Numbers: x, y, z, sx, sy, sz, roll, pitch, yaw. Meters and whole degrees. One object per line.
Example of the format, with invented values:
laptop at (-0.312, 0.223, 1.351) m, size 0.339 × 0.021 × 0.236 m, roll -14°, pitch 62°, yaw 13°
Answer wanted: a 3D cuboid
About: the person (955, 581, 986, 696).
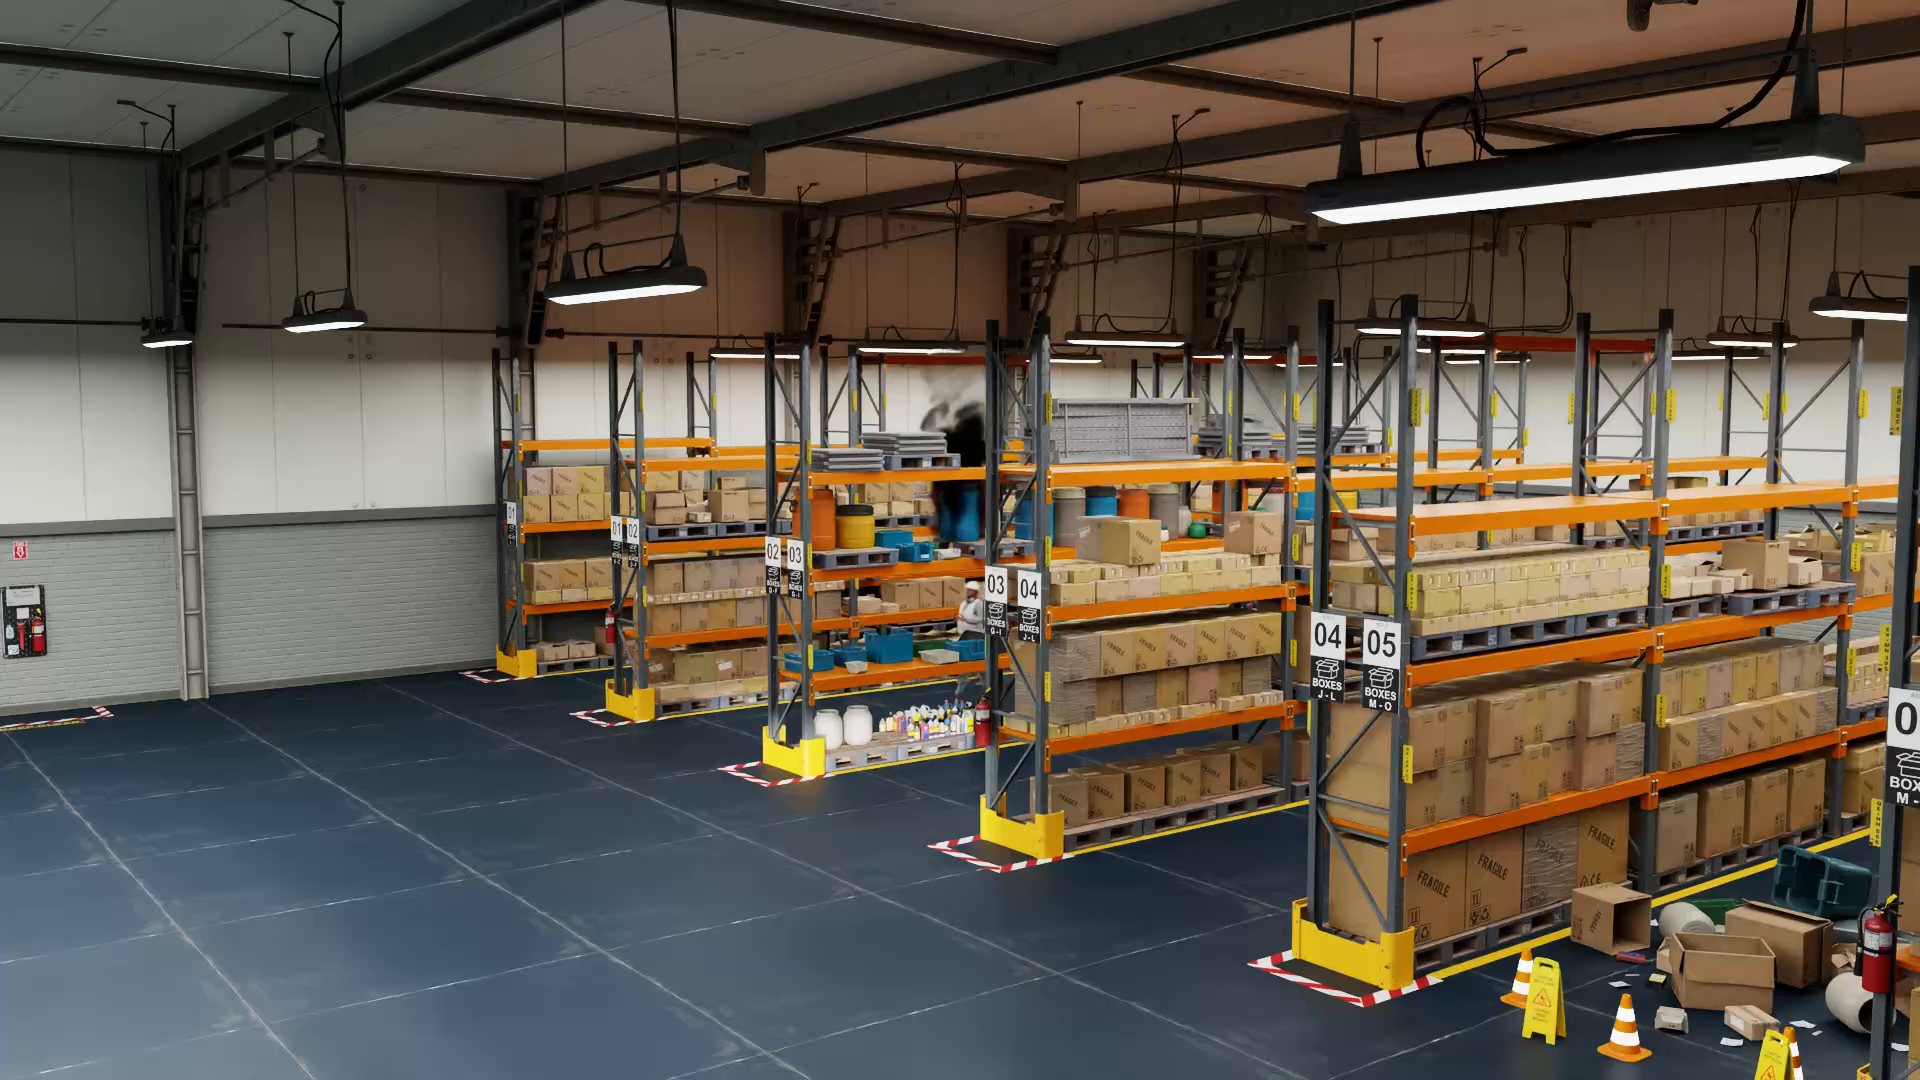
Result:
person at (0.162, 1.617, 27.369) m, size 0.624 × 1.892 × 0.727 m, roll 4°, pitch 7°, yaw 41°
